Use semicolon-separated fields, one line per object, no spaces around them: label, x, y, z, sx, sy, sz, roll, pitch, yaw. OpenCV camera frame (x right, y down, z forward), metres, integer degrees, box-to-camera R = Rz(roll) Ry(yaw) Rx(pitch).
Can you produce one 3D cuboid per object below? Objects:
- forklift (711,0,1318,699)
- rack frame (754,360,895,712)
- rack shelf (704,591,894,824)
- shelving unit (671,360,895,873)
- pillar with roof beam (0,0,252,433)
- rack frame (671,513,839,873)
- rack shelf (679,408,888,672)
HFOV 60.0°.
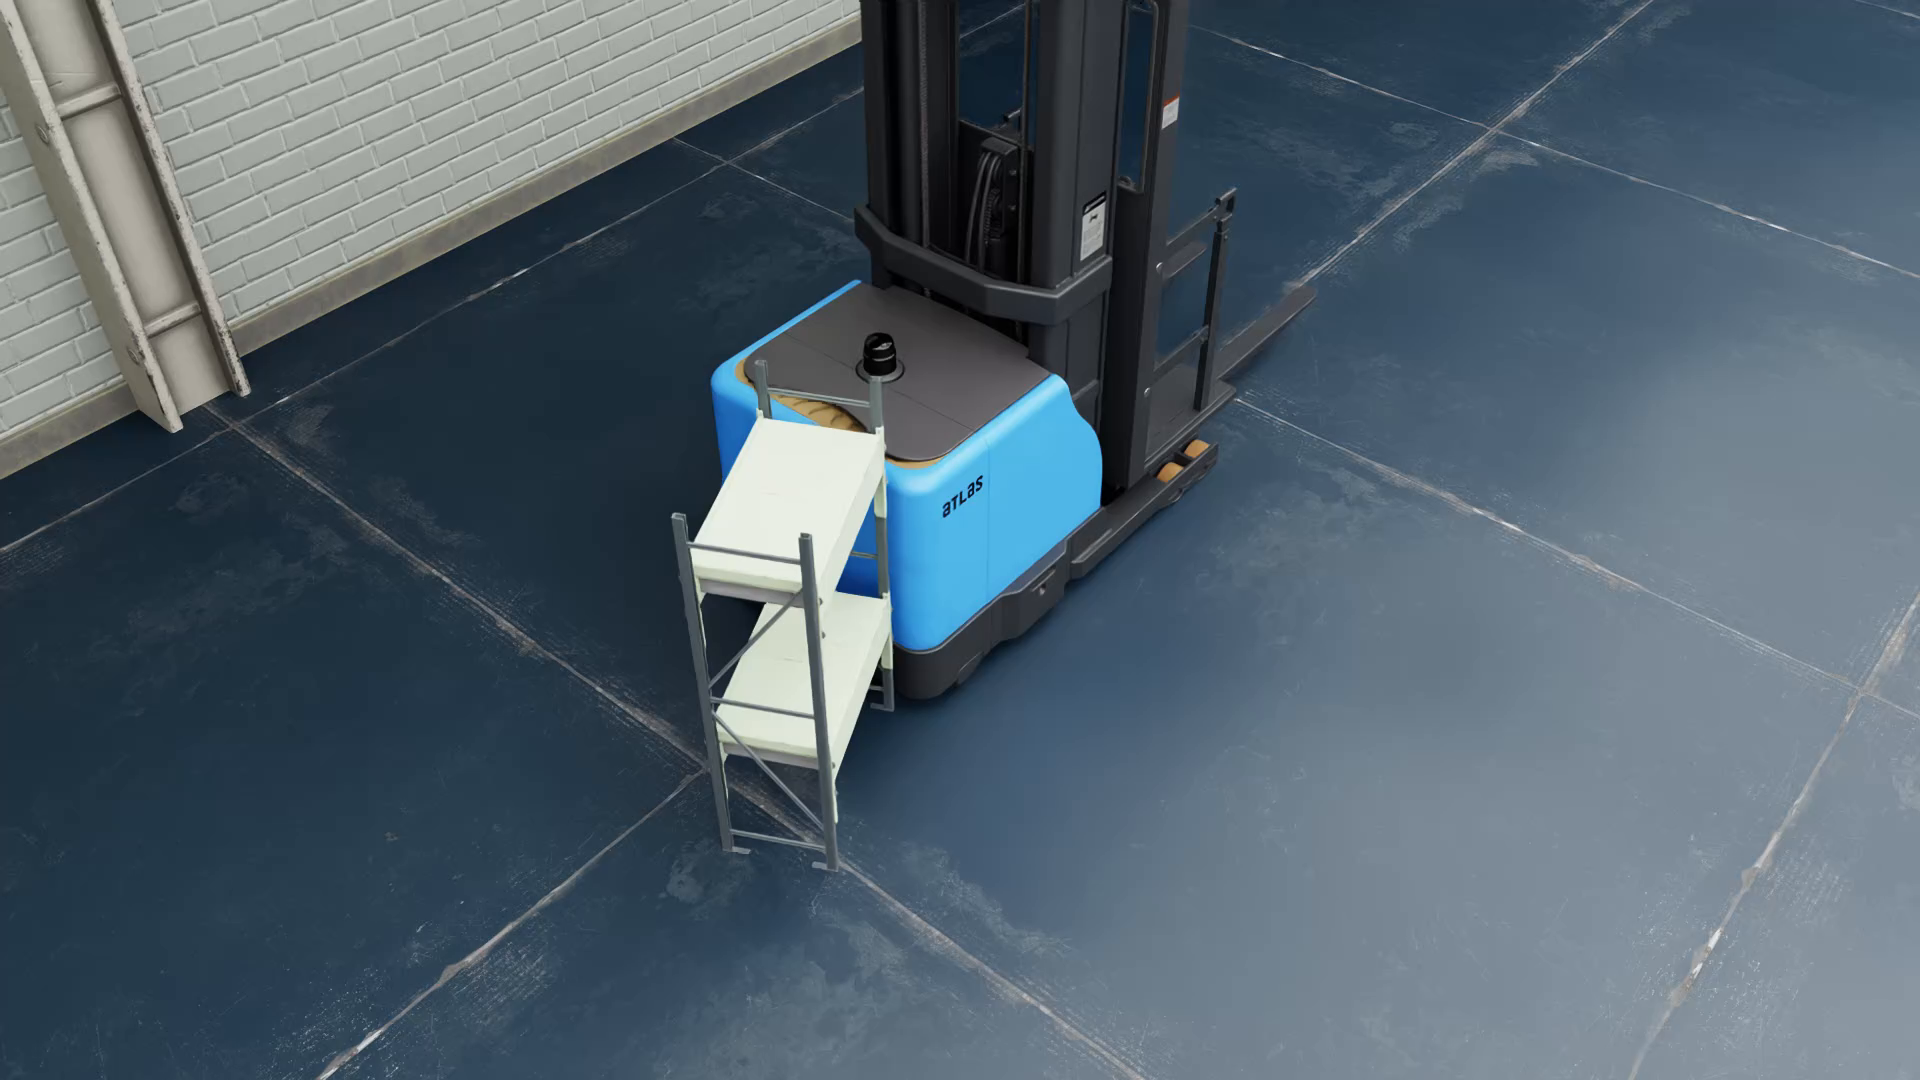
forklift;0.436;-1.435;6.149;1.130;2.935;3.031;29;50;28
rack frame;-0.437;0.036;5.596;0.400;1.500;0.023;9;43;10
rack shelf;-0.519;0.517;5.551;0.431;0.370;0.720;9;43;10
shelving unit;-0.519;0.276;5.332;0.431;1.500;0.755;9;43;10
pillar with roof beam;-0.136;-2.099;2.370;9.100;9.000;0.400;29;50;28
rack frame;-0.601;0.516;5.068;0.400;1.500;0.023;9;43;10
rack shelf;-0.519;-0.013;5.069;0.431;0.370;0.720;9;43;10
